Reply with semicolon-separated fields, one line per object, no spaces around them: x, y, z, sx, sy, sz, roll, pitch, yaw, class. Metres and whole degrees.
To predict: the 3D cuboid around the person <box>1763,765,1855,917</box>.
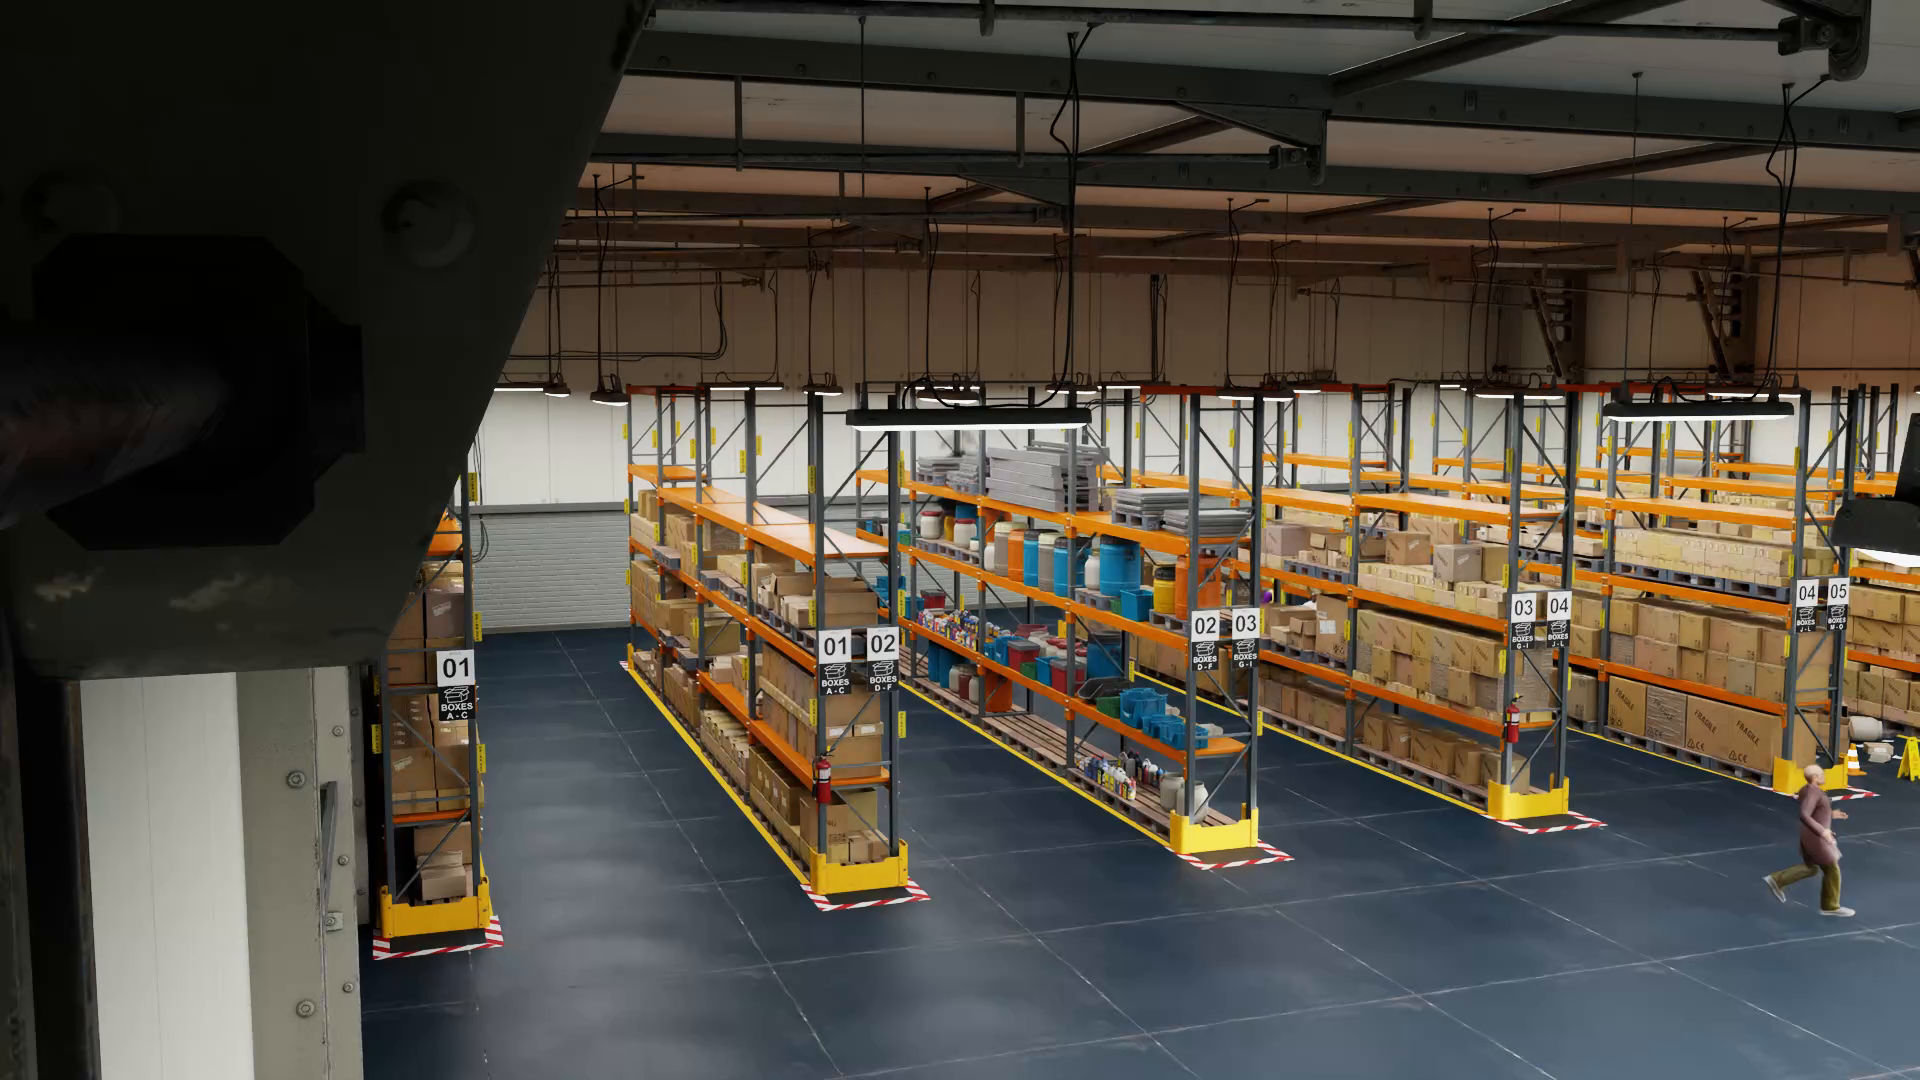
9.871;3.469;19.257;0.964;1.751;0.716;2;6;15;person

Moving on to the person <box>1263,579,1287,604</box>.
6.939;1.704;36.442;0.686;1.799;0.731;-2;6;-17;person

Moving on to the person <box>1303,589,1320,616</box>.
7.460;1.877;35.114;0.580;1.704;0.892;-2;6;-16;person
